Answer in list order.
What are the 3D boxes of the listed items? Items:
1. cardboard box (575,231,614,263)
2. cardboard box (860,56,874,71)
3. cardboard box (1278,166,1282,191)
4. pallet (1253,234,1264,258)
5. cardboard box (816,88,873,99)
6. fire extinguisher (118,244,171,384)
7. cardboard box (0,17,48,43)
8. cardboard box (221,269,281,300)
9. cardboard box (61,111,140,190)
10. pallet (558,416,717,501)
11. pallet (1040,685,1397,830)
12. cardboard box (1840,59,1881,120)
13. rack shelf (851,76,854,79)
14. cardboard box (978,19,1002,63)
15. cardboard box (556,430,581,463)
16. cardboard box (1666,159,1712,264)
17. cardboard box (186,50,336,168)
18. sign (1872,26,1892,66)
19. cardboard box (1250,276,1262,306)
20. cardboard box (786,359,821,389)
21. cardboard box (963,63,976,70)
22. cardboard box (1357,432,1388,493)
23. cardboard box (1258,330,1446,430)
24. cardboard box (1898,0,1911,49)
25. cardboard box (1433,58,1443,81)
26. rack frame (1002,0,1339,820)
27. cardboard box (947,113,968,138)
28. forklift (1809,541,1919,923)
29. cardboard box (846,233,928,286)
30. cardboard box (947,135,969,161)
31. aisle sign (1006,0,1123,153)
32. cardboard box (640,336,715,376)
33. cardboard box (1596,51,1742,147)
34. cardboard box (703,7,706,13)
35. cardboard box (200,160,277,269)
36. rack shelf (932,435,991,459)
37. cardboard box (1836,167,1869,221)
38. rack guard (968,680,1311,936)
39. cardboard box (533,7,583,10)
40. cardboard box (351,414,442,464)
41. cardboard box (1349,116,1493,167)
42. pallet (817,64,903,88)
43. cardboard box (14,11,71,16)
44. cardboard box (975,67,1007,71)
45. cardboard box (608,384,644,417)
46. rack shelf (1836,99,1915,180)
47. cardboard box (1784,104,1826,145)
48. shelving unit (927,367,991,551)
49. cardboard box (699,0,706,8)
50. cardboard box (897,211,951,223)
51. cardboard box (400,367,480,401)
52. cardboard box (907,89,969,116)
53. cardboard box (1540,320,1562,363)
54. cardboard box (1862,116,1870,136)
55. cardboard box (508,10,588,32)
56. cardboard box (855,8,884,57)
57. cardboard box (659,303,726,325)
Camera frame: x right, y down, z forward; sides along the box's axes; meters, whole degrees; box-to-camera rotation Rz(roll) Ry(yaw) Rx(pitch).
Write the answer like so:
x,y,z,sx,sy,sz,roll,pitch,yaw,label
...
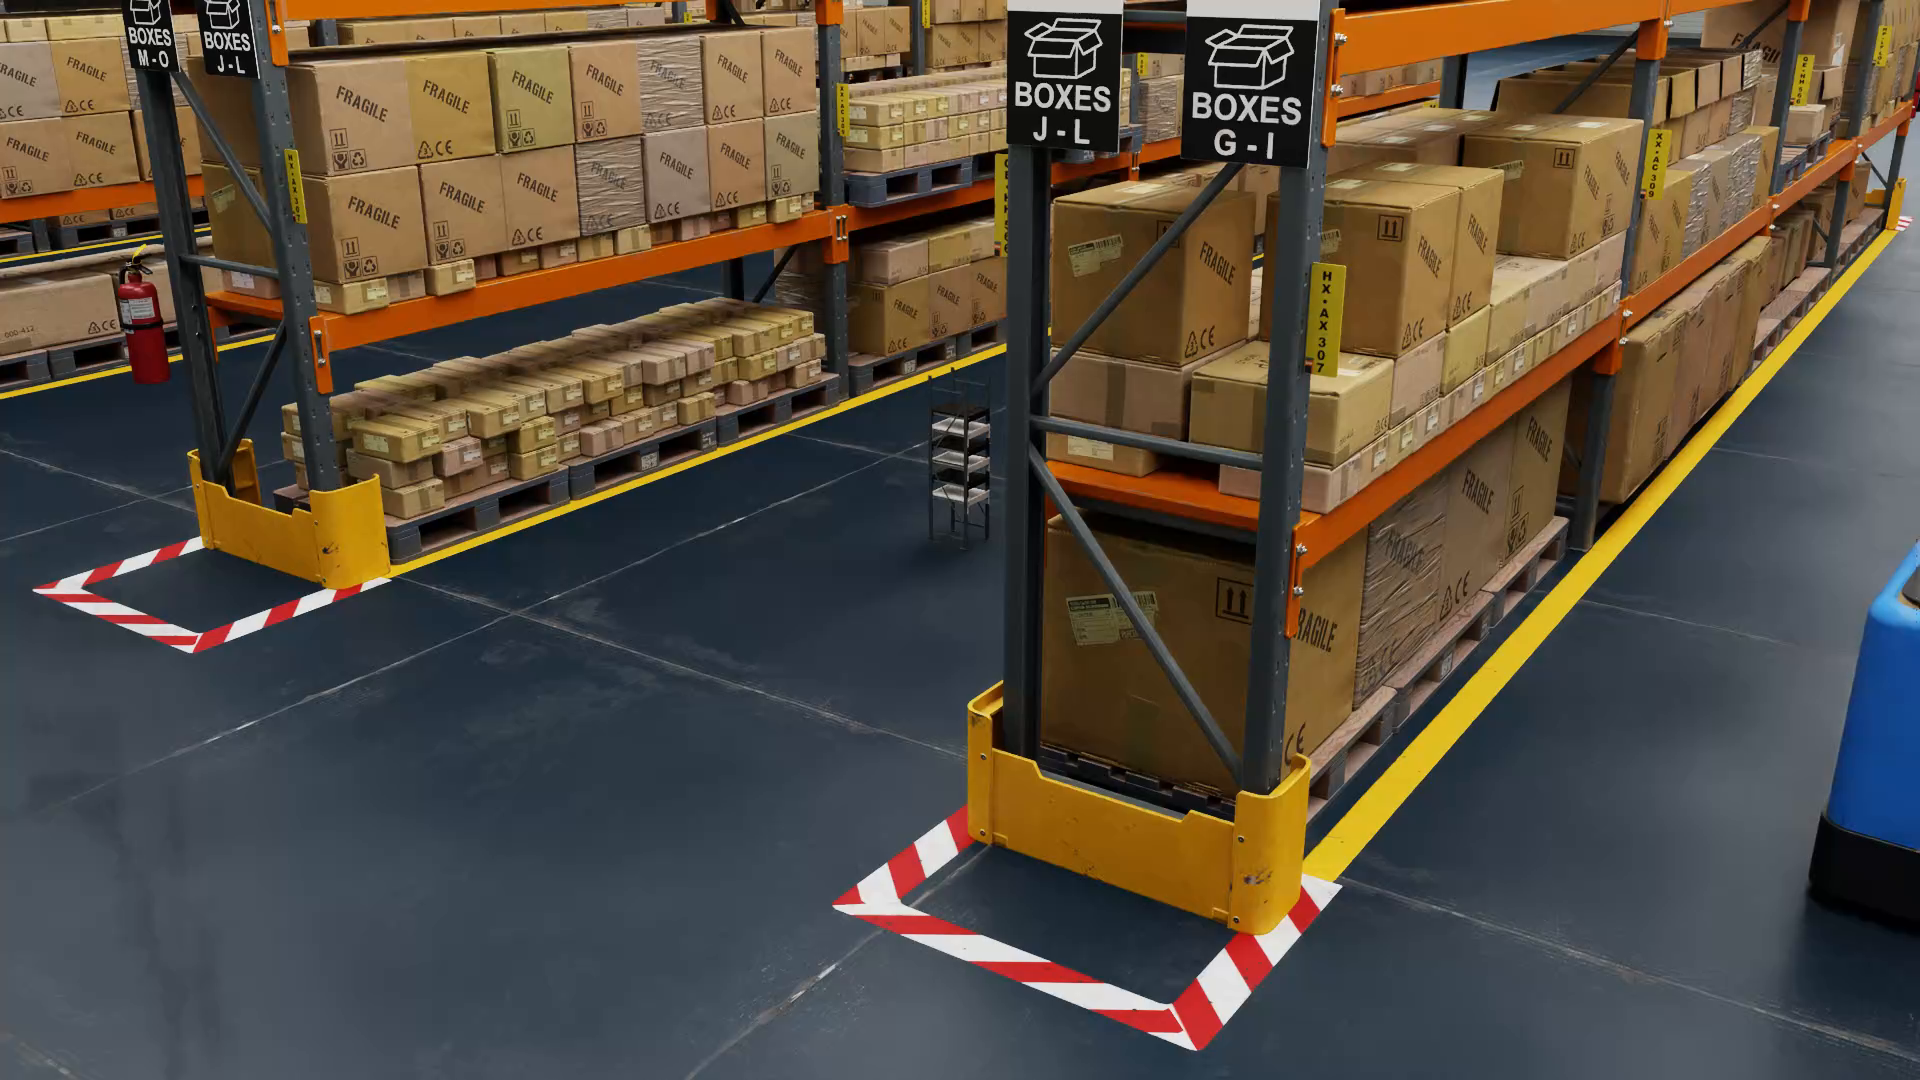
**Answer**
x,y,z,sx,sy,sz,roll,pitch,yaw,label
-2.162,-1.664,9.302,0.380,0.149,0.250,14,25,34,cardboard box
-1.194,-5.399,18.794,0.380,0.149,0.250,13,24,31,cardboard box
3.021,-3.684,17.039,1.050,0.750,0.750,13,24,32,cardboard box
2.239,-2.843,16.146,1.003,0.211,1.213,13,24,32,pallet
-0.840,-3.105,11.735,0.380,0.149,0.250,12,24,30,cardboard box
-3.974,-1.102,8.069,0.296,0.674,0.183,13,24,32,fire extinguisher
-6.431,-3.469,11.299,0.380,0.149,0.250,14,24,32,cardboard box
-3.501,-1.326,8.388,0.380,0.149,0.250,13,24,32,cardboard box
-6.264,-2.800,11.867,0.500,0.500,0.500,14,25,34,cardboard box
-2.235,-0.584,10.039,1.003,0.211,1.213,13,24,32,pallet
0.980,0.764,6.394,1.003,0.211,1.213,13,24,32,pallet
7.645,-4.045,14.805,0.875,0.500,0.500,13,24,32,cardboard box
-1.980,-4.763,18.356,1.077,0.370,4.000,13,24,32,rack shelf
0.178,-6.223,20.692,0.500,0.500,0.500,13,24,31,cardboard box
-2.379,-0.550,9.433,0.380,0.149,0.250,13,24,32,cardboard box
3.872,-1.865,9.338,0.500,0.500,0.500,13,24,31,cardboard box
-3.399,-2.130,8.186,0.500,0.500,0.500,13,24,31,cardboard box
7.802,-4.178,14.067,0.100,0.325,0.005,13,24,32,sign
1.219,-0.850,6.527,0.500,0.250,0.500,12,24,30,cardboard box
-1.140,-1.124,10.983,0.380,0.149,0.250,14,24,32,cardboard box
-0.022,-5.813,20.520,0.380,0.149,0.250,14,25,33,cardboard box
1.210,-0.292,5.594,0.380,0.149,0.250,13,24,31,cardboard box
1.375,-0.604,5.860,0.500,0.250,0.500,13,24,31,cardboard box
8.637,-4.910,15.700,0.500,0.500,0.500,13,24,32,cardboard box
5.373,-5.841,20.016,0.875,0.550,0.550,13,24,32,cardboard box
0.595,-0.299,5.249,1.000,3.000,0.127,13,24,32,rack frame
-0.165,-2.908,11.632,0.380,0.149,0.250,12,24,30,cardboard box
4.122,-0.466,5.801,1.130,2.935,3.031,15,25,36,forklift
-0.568,-1.980,11.710,0.500,0.250,0.500,12,23,29,cardboard box
-0.163,-2.769,11.683,0.380,0.149,0.250,14,24,32,cardboard box
0.306,-1.556,4.900,0.394,0.787,0.004,13,24,32,aisle sign
-1.718,-1.120,10.116,0.380,0.149,0.250,12,23,29,cardboard box
4.299,-2.719,10.201,0.797,0.503,0.637,14,24,33,cardboard box
-3.680,-7.473,23.564,0.380,0.149,0.250,13,24,31,cardboard box
-3.411,-1.661,8.358,0.500,0.500,0.500,14,24,33,cardboard box
-0.005,-0.473,8.583,0.258,0.077,0.200,13,24,32,rack shelf
8.917,-3.560,17.063,0.500,0.500,0.500,-17,26,-38,cardboard box
0.581,0.880,5.664,1.175,0.500,0.348,13,24,32,rack guard
-3.854,-4.805,15.845,0.500,0.500,0.500,13,24,32,cardboard box
-2.875,-0.518,8.488,0.380,0.149,0.250,12,23,29,cardboard box
2.080,-1.640,7.582,0.500,0.500,0.500,13,24,32,cardboard box
-1.405,-5.394,19.299,1.003,0.211,1.213,13,24,32,pallet
-6.616,-3.726,11.994,0.380,0.149,0.250,13,24,32,cardboard box
0.336,-3.707,13.361,0.380,0.149,0.250,13,24,32,cardboard box
-2.096,-0.858,9.837,0.380,0.149,0.250,15,25,34,cardboard box
8.465,-3.978,16.233,1.077,0.370,4.000,13,24,32,rack shelf
6.224,-3.157,12.586,0.500,0.250,0.500,12,24,30,cardboard box
-0.005,-0.420,8.603,0.258,0.900,0.210,13,24,32,shelving unit
-3.754,-7.626,23.549,0.380,0.149,0.250,13,24,32,cardboard box
-0.407,-2.381,12.796,0.500,0.250,0.500,12,23,29,cardboard box
-2.935,-0.857,9.405,0.380,0.149,0.250,12,24,30,cardboard box
-0.160,-3.050,11.585,0.380,0.149,0.250,13,24,31,cardboard box
2.365,-0.882,7.188,0.380,0.149,0.250,14,24,33,cardboard box
7.862,-3.696,14.796,0.380,0.149,0.250,13,24,32,cardboard box
-3.744,-4.553,15.166,0.500,0.500,0.500,13,24,32,cardboard box
-1.203,-5.738,18.776,0.500,0.500,0.500,13,24,32,cardboard box
-1.771,-1.456,11.023,0.380,0.149,0.250,15,25,34,cardboard box
